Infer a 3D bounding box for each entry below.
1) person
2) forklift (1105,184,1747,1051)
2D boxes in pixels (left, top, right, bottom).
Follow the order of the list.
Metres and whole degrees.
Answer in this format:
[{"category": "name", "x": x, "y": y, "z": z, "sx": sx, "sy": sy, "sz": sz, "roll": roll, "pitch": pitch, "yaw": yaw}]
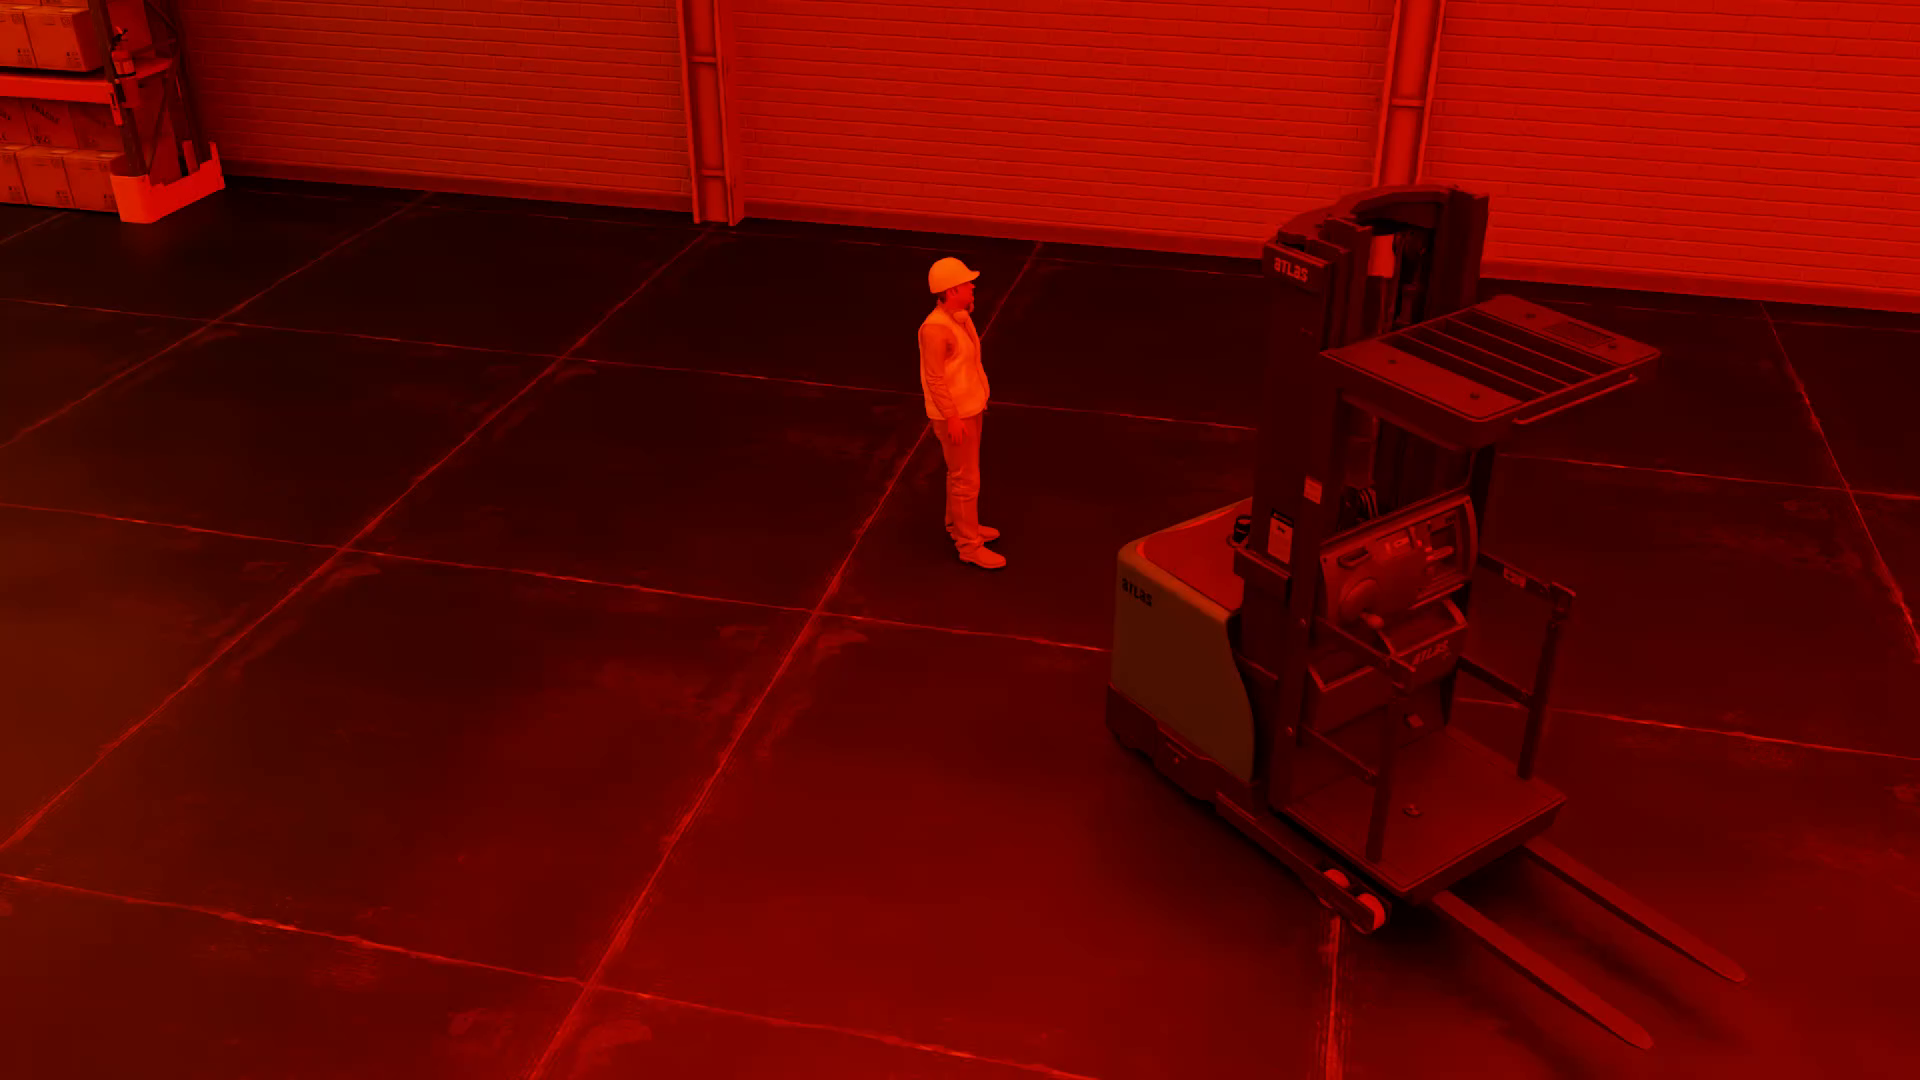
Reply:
[{"category": "person", "x": 0.058, "y": -0.767, "z": 9.682, "sx": 0.568, "sy": 1.773, "sz": 0.632, "roll": 7, "pitch": 30, "yaw": 12}, {"category": "forklift", "x": 1.993, "y": 0.143, "z": 6.917, "sx": 1.130, "sy": 2.935, "sz": 3.031, "roll": -19, "pitch": 35, "yaw": -30}]
